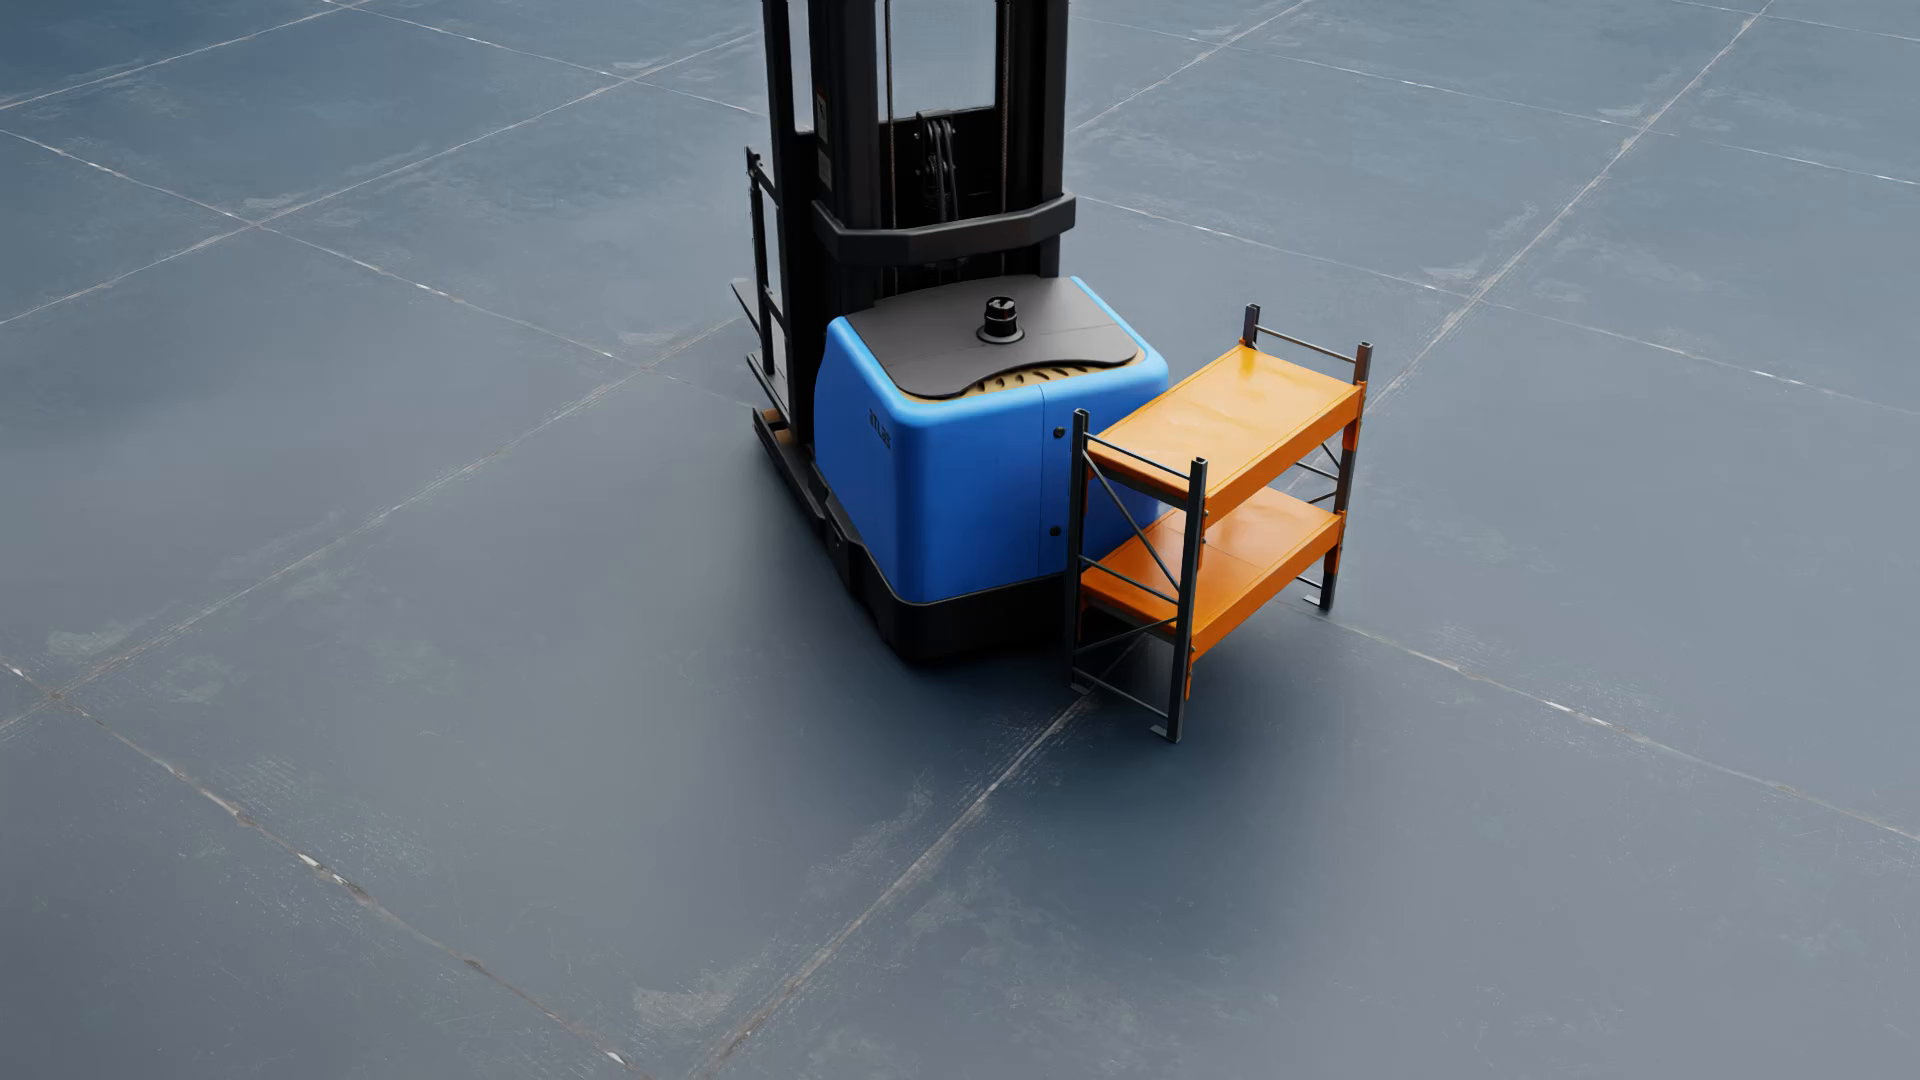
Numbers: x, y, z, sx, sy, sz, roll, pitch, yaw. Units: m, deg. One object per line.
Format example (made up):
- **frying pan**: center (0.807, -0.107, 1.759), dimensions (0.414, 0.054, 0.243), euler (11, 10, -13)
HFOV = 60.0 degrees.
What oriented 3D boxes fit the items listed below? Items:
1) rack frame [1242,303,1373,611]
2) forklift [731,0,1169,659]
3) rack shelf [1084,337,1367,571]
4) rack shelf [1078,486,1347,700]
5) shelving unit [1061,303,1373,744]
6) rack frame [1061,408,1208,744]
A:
- **rack frame**: center (1.229, -0.294, 6.180), dimensions (0.500, 1.125, 0.032), euler (26, 42, 33)
- **forklift**: center (-0.266, -1.605, 6.507), dimensions (1.130, 2.935, 3.031), euler (-12, 36, -18)
- **rack shelf**: center (0.896, -0.321, 5.698), dimensions (0.538, 0.278, 1.000), euler (26, 42, 33)
- **rack shelf**: center (0.896, 0.124, 5.999), dimensions (0.538, 0.278, 1.000), euler (26, 42, 33)
- **shelving unit**: center (0.896, -0.079, 5.862), dimensions (0.538, 1.125, 1.048), euler (26, 42, 33)
- **rack frame**: center (0.564, 0.137, 5.544), dimensions (0.500, 1.125, 0.032), euler (26, 42, 33)
